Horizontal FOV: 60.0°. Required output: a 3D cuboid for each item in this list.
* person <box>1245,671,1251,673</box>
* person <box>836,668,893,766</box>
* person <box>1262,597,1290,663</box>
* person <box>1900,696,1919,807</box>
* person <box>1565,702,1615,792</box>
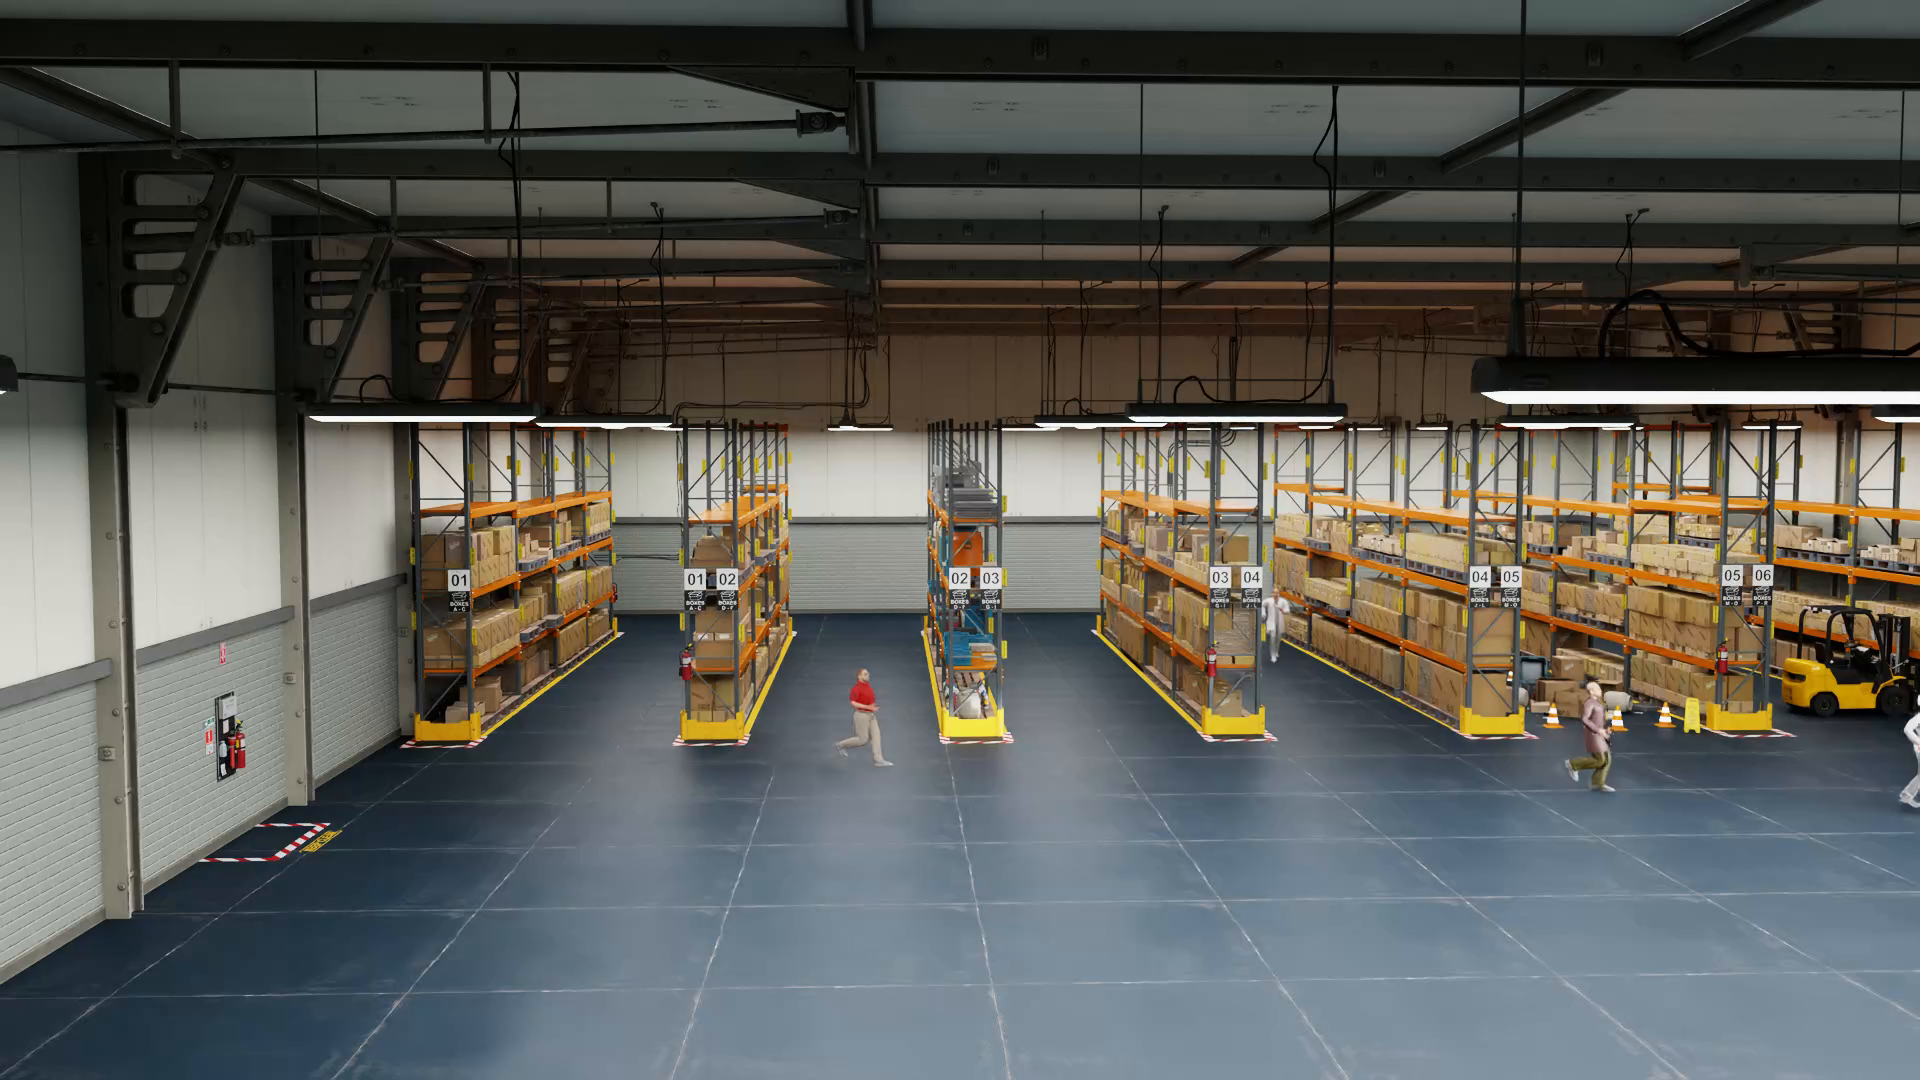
[{"bbox_3d":[6.628,2.463,38.987,0.534,1.262,0.704,0,4,-3],"label":"person"},{"bbox_3d":[-1.620,3.045,28.535,1.006,1.682,0.678,2,4,24],"label":"person"},{"bbox_3d":[7.972,2.235,42.010,0.681,1.620,0.908,0,4,-2],"label":"person"},{"bbox_3d":[14.578,3.234,25.046,0.723,1.831,0.496,3,5,40],"label":"person"},{"bbox_3d":[10.133,3.280,26.704,0.756,1.482,0.625,2,4,30],"label":"person"}]
